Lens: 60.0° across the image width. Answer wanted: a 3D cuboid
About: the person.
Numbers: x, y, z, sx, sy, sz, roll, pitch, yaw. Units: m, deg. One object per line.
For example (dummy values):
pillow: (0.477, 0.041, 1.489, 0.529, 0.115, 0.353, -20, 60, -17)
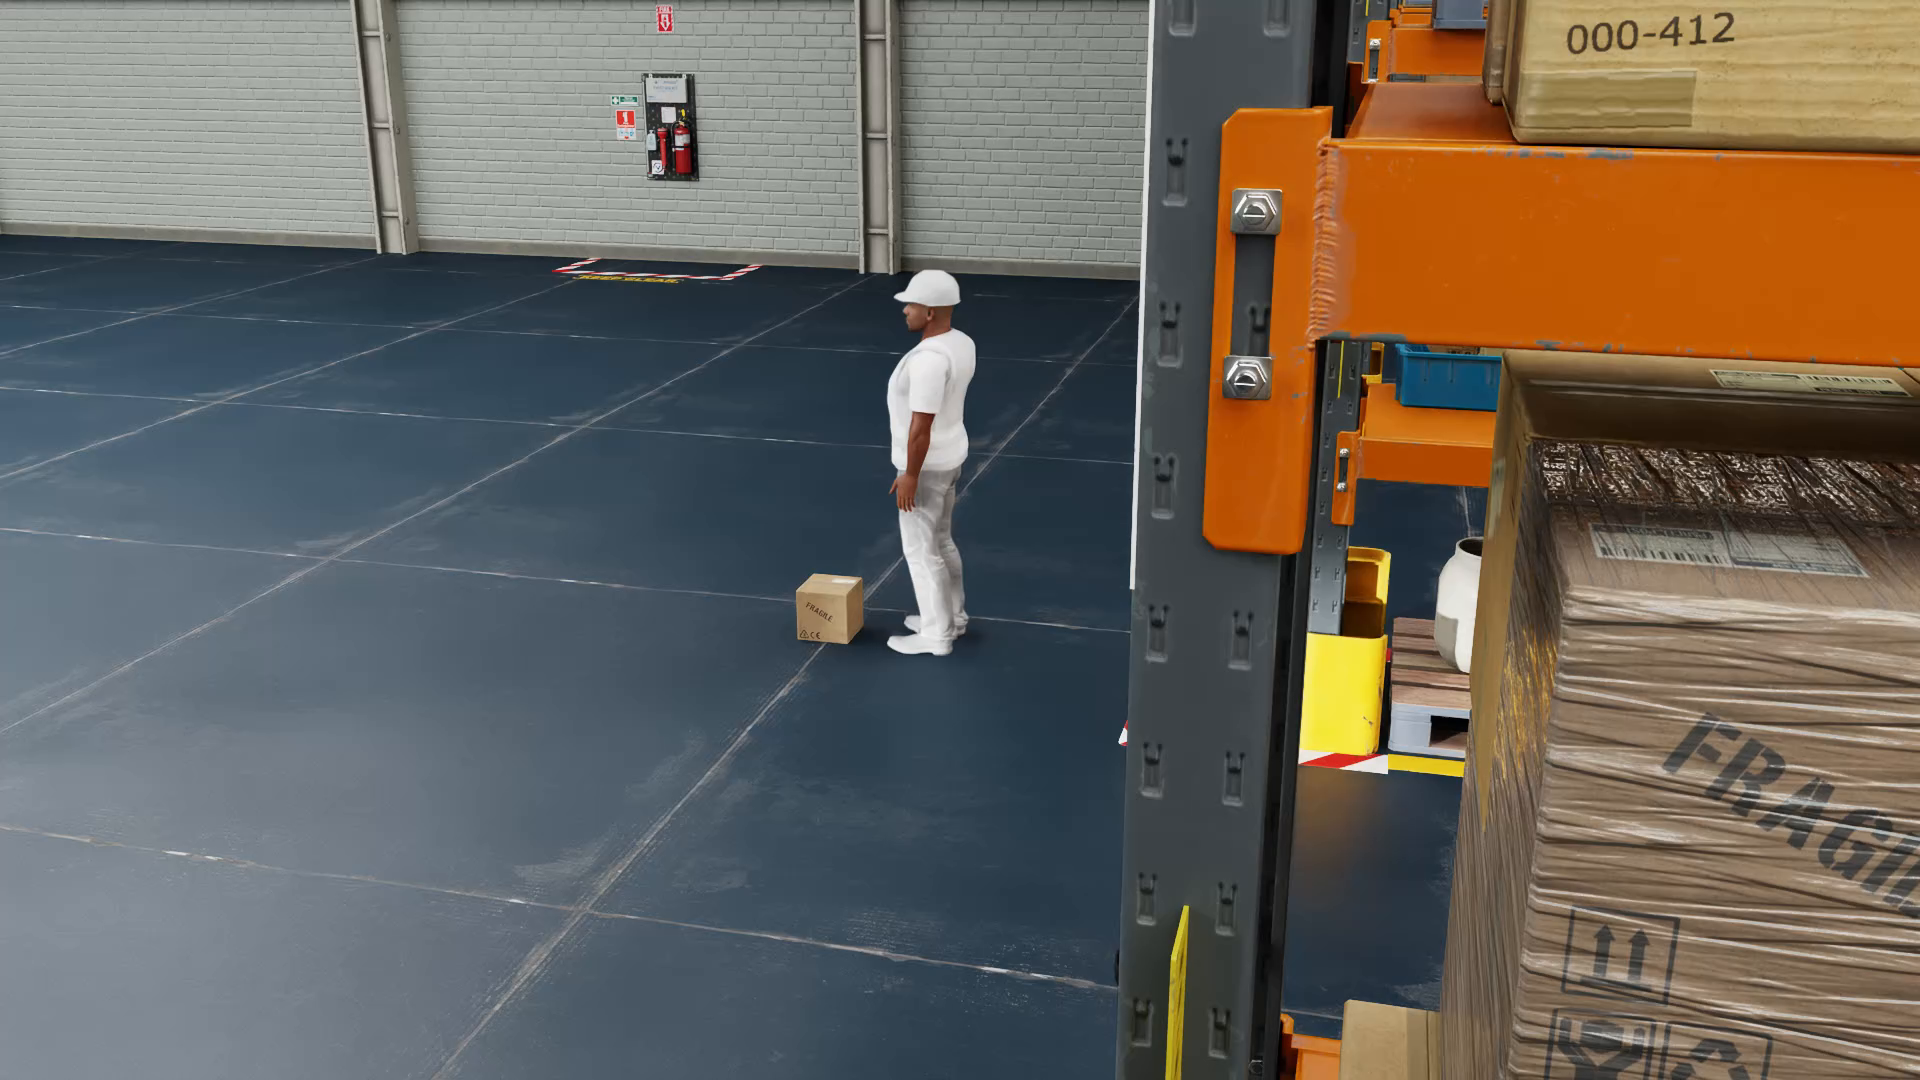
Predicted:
person: (-0.140, -0.348, 7.587, 0.358, 1.761, 0.563, 5, 19, 15)
